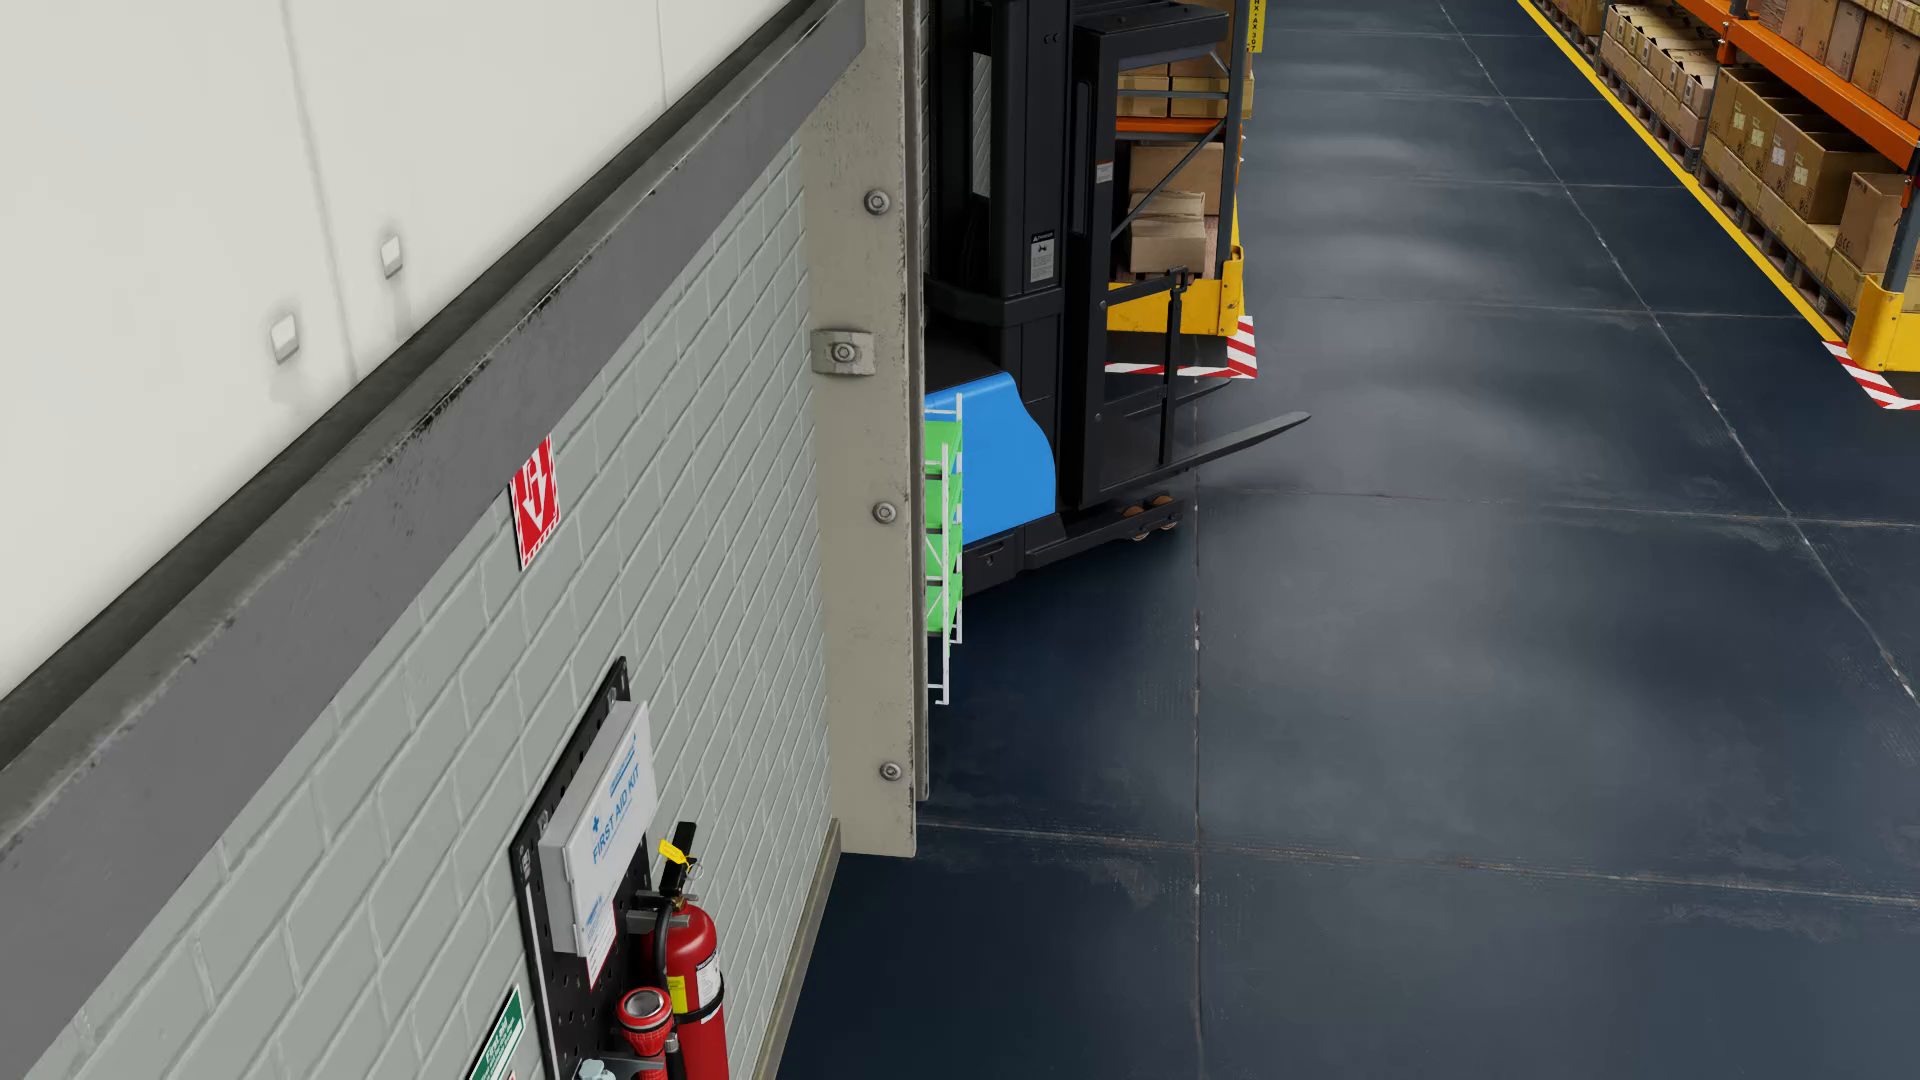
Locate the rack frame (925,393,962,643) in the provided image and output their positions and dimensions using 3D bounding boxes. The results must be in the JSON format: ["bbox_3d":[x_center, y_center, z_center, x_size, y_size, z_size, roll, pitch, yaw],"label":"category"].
[{"bbox_3d":[-0.113,-0.078,7.130,0.240,1.200,0.015,3,28,6],"label":"rack frame"}]

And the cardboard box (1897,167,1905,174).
[{"bbox_3d":[6.522,-2.434,11.271,0.500,0.500,0.500,3,28,6],"label":"cardboard box"}]

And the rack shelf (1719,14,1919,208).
[{"bbox_3d":[6.373,-3.043,11.494,1.077,0.370,4.000,3,28,6],"label":"rack shelf"}]

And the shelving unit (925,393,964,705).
[{"bbox_3d":[-0.140,0.037,6.917,0.258,1.200,0.503,3,28,6],"label":"shelving unit"}]

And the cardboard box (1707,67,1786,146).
[{"bbox_3d":[6.250,-3.406,13.075,0.500,0.500,0.500,3,28,6],"label":"cardboard box"}]

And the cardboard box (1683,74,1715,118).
[{"bbox_3d":[6.383,-3.730,13.876,0.500,0.311,0.500,3,28,6],"label":"cardboard box"}]

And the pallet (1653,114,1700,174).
[{"bbox_3d":[6.669,-3.423,14.381,1.003,0.211,1.213,3,28,6],"label":"pallet"}]

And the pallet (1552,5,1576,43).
[{"bbox_3d":[7.389,-5.878,18.939,1.003,0.211,1.213,3,28,6],"label":"pallet"}]

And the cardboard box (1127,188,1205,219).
[{"bbox_3d":[1.455,-2.303,11.734,0.500,0.311,0.500,6,29,10],"label":"cardboard box"}]

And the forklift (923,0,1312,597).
[{"bbox_3d":[0.503,-1.469,7.887,3.031,2.935,1.130,-20,34,-32],"label":"forklift"}]

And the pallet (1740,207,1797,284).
[{"bbox_3d":[6.332,-2.126,11.973,1.003,0.211,1.213,3,28,6],"label":"pallet"}]

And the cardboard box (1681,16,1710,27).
[{"bbox_3d":[7.231,-4.899,16.047,0.500,0.311,0.500,3,28,5],"label":"cardboard box"}]

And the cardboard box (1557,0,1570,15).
[{"bbox_3d":[7.111,-6.222,18.809,0.500,0.500,0.500,2,28,4],"label":"cardboard box"}]

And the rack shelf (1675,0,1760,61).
[{"bbox_3d":[6.863,-4.926,14.989,1.077,0.370,4.000,3,28,6],"label":"rack shelf"}]

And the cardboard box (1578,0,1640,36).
[{"bbox_3d":[6.989,-5.731,17.897,0.500,0.500,0.500,4,29,8],"label":"cardboard box"}]

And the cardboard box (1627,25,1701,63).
[{"bbox_3d":[6.631,-4.688,15.655,0.500,0.311,0.500,3,28,5],"label":"cardboard box"}]

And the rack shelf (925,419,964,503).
[{"bbox_3d":[-0.140,-0.330,6.720,0.258,0.148,0.480,3,28,6],"label":"rack shelf"}]

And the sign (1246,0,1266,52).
[{"bbox_3d":[1.749,-3.054,9.844,0.100,0.325,0.005,3,28,6],"label":"sign"}]

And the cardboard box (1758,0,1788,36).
[{"bbox_3d":[6.569,-4.136,12.659,0.700,0.500,0.500,3,28,5],"label":"cardboard box"}]

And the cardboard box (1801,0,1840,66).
[{"bbox_3d":[6.446,-3.651,11.760,0.700,0.500,0.500,4,29,7],"label":"cardboard box"}]

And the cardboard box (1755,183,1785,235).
[{"bbox_3d":[6.072,-2.369,11.941,0.500,0.250,0.500,3,28,6],"label":"cardboard box"}]

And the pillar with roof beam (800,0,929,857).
[{"bbox_3d":[3.975,-2.651,3.683,9.100,9.000,0.400,3,28,6],"label":"pillar with roof beam"}]

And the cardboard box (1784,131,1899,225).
[{"bbox_3d":[6.006,-2.464,11.327,0.500,0.500,0.500,3,28,6],"label":"cardboard box"}]

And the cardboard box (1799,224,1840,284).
[{"bbox_3d":[5.949,-1.898,11.067,0.500,0.250,0.500,3,28,6],"label":"cardboard box"}]

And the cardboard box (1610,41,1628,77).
[{"bbox_3d":[6.691,-4.692,16.254,0.500,0.250,0.500,3,28,5],"label":"cardboard box"}]

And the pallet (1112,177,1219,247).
[{"bbox_3d":[1.507,-2.466,12.604,1.003,0.211,1.213,3,28,6],"label":"pallet"}]

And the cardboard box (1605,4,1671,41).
[{"bbox_3d":[6.752,-5.176,16.560,0.500,0.311,0.500,4,29,8],"label":"cardboard box"}]

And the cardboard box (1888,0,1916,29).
[{"bbox_3d":[6.080,-3.301,10.425,0.380,0.149,0.250,4,29,7],"label":"cardboard box"}]

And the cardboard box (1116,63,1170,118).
[{"bbox_3d":[1.076,-2.879,10.568,0.500,0.250,0.500,4,29,7],"label":"cardboard box"}]

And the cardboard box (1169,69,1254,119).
[{"bbox_3d":[1.586,-2.859,10.530,0.500,0.250,0.500,3,28,5],"label":"cardboard box"}]

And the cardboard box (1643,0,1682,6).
[{"bbox_3d":[7.447,-5.475,17.422,0.500,0.500,0.500,5,29,8],"label":"cardboard box"}]

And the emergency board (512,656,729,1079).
[{"bbox_3d":[-0.638,0.901,3.415,0.194,1.169,0.643,3,28,6],"label":"emergency board"}]

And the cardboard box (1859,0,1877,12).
[{"bbox_3d":[6.142,-3.548,10.885,0.380,0.149,0.250,4,29,8],"label":"cardboard box"}]

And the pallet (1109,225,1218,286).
[{"bbox_3d":[1.355,-1.893,11.541,1.003,0.211,1.213,3,28,6],"label":"pallet"}]

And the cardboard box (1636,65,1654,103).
[{"bbox_3d":[6.570,-4.206,15.351,0.500,0.250,0.500,4,29,7],"label":"cardboard box"}]

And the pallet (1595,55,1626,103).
[{"bbox_3d":[6.968,-4.571,16.513,1.003,0.211,1.213,3,28,6],"label":"pallet"}]

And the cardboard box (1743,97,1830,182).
[{"bbox_3d":[6.128,-2.935,12.201,0.500,0.500,0.500,3,28,6],"label":"cardboard box"}]

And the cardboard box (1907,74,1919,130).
[{"bbox_3d":[6.197,-2.681,9.959,0.700,0.500,0.500,3,28,6],"label":"cardboard box"}]

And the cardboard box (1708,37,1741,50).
[{"bbox_3d":[7.103,-4.426,15.168,0.500,0.311,0.500,4,29,8],"label":"cardboard box"}]

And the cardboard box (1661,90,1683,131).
[{"bbox_3d":[6.444,-3.726,14.459,0.500,0.250,0.500,3,28,5],"label":"cardboard box"}]

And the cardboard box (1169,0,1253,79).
[{"bbox_3d":[1.567,-3.185,10.345,0.500,0.500,0.500,3,28,6],"label":"cardboard box"}]

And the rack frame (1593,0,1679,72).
[{"bbox_3d":[7.108,-6.184,16.566,1.000,3.000,0.127,3,28,6],"label":"rack frame"}]

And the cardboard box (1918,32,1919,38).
[{"bbox_3d":[6.016,-3.062,9.982,0.380,0.149,0.250,4,29,7],"label":"cardboard box"}]

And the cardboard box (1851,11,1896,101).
[{"bbox_3d":[6.324,-3.162,10.852,0.700,0.500,0.500,4,29,7],"label":"cardboard box"}]

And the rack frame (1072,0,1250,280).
[{"bbox_3d":[1.211,-2.705,10.107,1.000,3.000,0.127,3,28,6],"label":"rack frame"}]

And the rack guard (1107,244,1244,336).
[{"bbox_3d":[1.220,-1.640,10.767,1.175,0.500,0.348,3,28,6],"label":"rack guard"}]

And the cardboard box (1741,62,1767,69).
[{"bbox_3d":[6.982,-3.938,14.262,0.500,0.311,0.500,3,28,6],"label":"cardboard box"}]

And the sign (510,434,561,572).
[{"bbox_3d":[-0.738,-0.121,2.869,0.001,0.298,0.199,3,28,6],"label":"sign"}]

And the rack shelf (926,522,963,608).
[{"bbox_3d":[-0.140,0.093,6.947,0.258,0.148,0.480,3,28,6],"label":"rack shelf"}]

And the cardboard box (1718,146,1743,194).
[{"bbox_3d":[6.194,-2.840,12.815,0.500,0.250,0.500,3,28,6],"label":"cardboard box"}]

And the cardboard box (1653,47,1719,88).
[{"bbox_3d":[6.504,-4.210,14.767,0.500,0.311,0.500,3,28,6],"label":"cardboard box"}]
